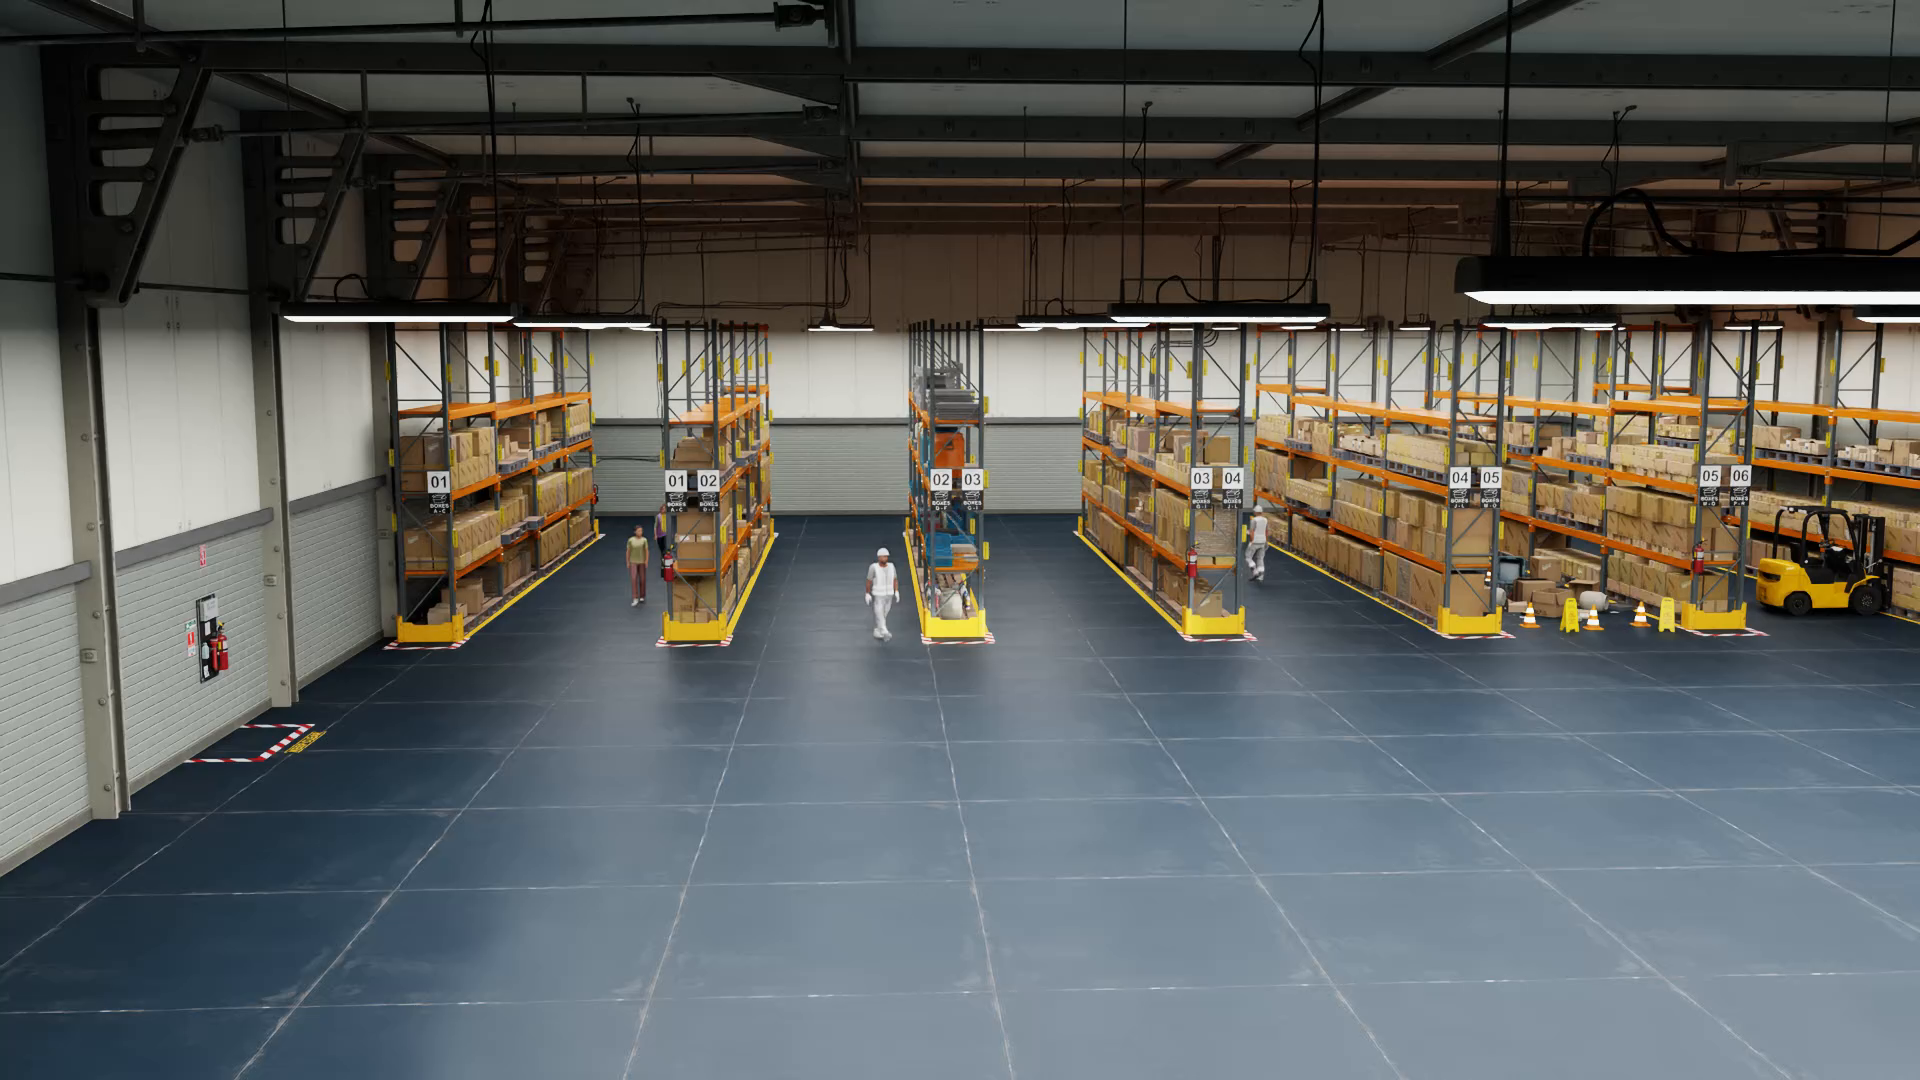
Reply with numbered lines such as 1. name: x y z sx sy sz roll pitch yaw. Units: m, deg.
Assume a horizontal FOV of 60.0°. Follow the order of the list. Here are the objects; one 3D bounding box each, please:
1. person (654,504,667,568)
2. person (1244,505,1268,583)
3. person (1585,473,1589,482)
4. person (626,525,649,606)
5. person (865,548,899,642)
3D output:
1. person: -7.338 -0.116 41.010 0.411 1.536 0.994 -1 7 -5
2. person: 6.895 0.089 38.452 0.601 1.791 0.467 -4 8 -30
3. person: 18.863 -1.239 49.667 0.923 1.638 0.461 0 7 0
4. person: -6.861 0.531 35.516 0.471 1.669 0.745 -2 7 -17
5. person: -1.386 1.019 30.962 0.578 1.723 1.056 -5 8 -34
